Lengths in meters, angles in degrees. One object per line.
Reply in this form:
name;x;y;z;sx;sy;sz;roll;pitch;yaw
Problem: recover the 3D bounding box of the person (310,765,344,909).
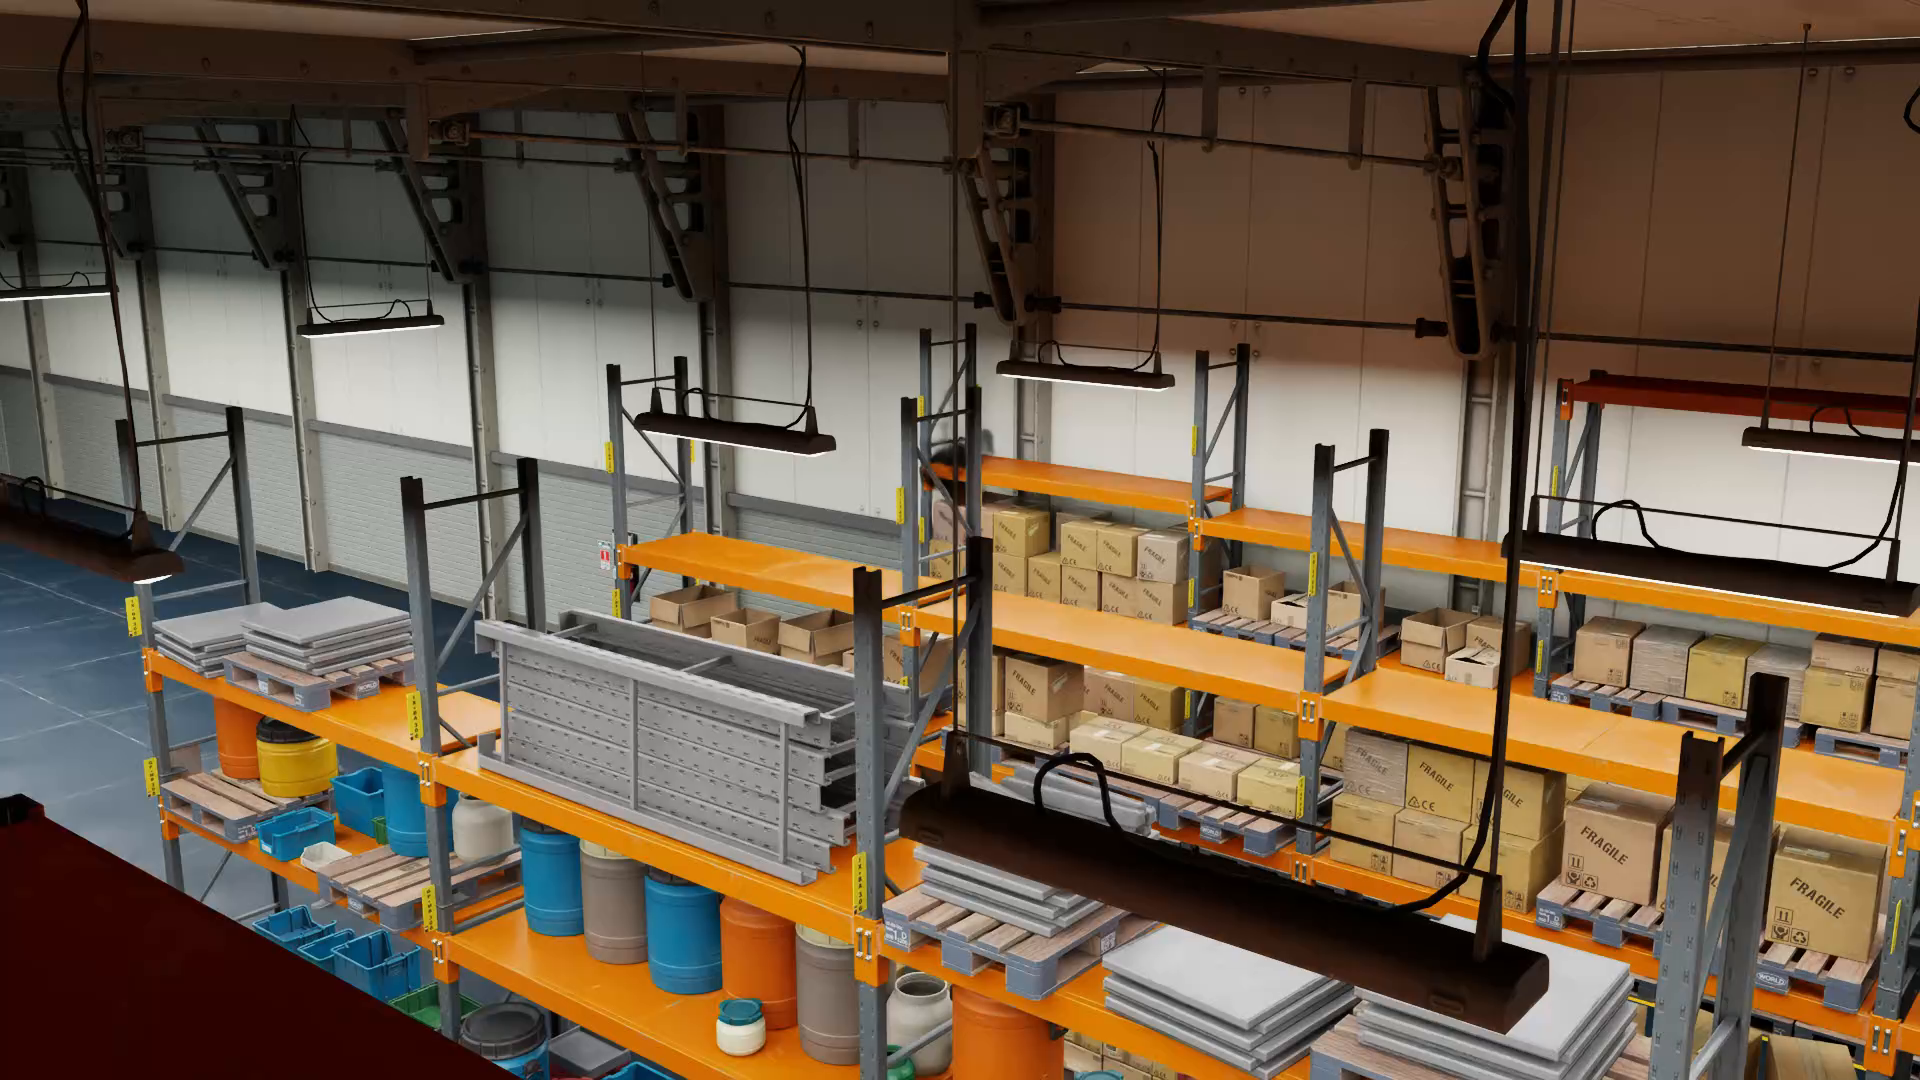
person;-6.806;3.213;18.302;0.781;1.695;0.624;-6;14;-24
